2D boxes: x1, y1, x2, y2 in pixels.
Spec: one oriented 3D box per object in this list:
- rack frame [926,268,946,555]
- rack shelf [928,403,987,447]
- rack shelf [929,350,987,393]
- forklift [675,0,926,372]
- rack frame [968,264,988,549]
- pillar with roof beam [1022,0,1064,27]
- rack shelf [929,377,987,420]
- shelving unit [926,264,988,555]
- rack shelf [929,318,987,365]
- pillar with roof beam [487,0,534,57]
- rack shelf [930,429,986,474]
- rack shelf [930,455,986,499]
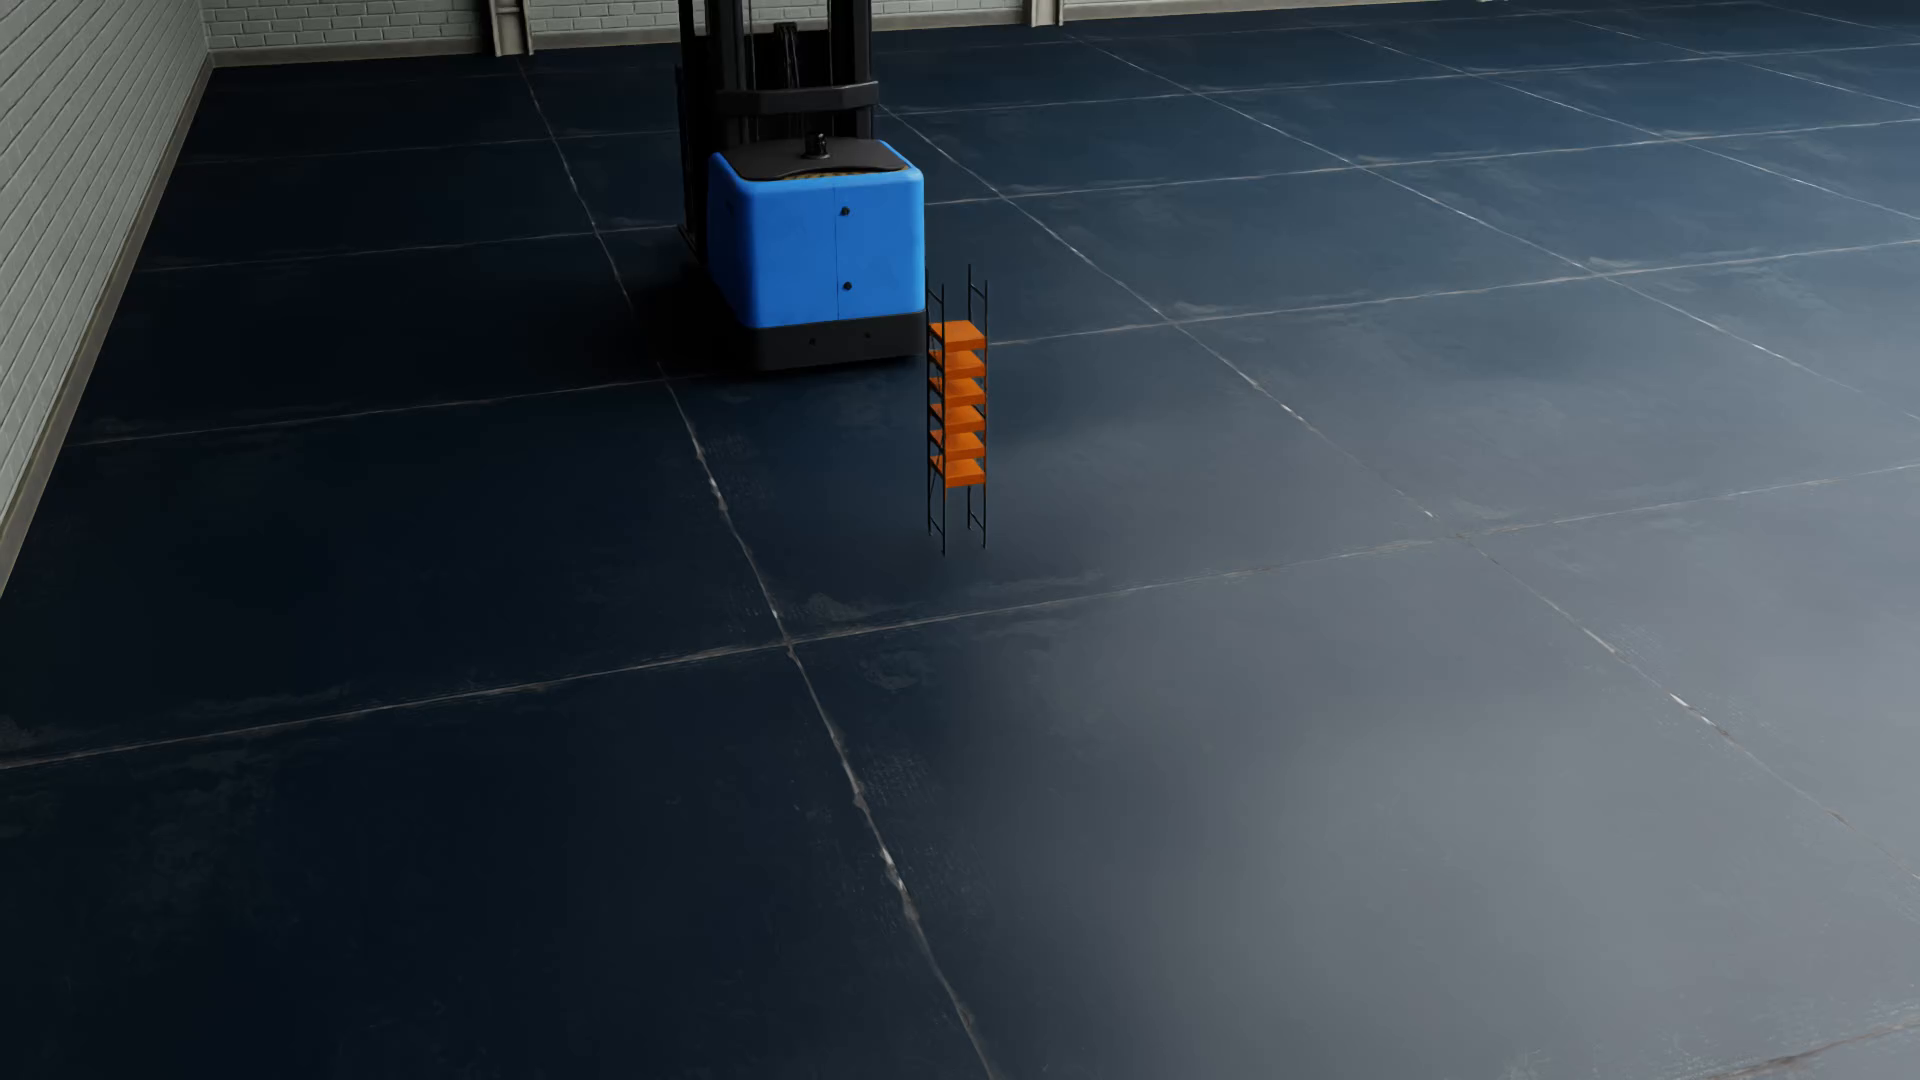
[{"bbox_3d":[-0.101,-0.523,6.954,0.006,1.200,0.240,-8,28,-16],"label":"rack frame"},{"bbox_3d":[-0.014,-0.496,6.999,0.180,0.103,0.258,-8,28,-16],"label":"rack shelf"},{"bbox_3d":[-0.014,-0.711,6.892,0.180,0.103,0.258,-8,28,-16],"label":"rack shelf"},{"bbox_3d":[-1.112,-2.850,9.694,1.130,2.935,3.031,-8,28,-16],"label":"forklift"},{"bbox_3d":[0.073,-0.548,7.005,0.006,1.200,0.240,-8,28,-16],"label":"rack frame"},{"bbox_3d":[2.294,-8.210,13.667,0.400,9.000,9.100,-8,28,-16],"label":"pillar with roof beam"},{"bbox_3d":[-0.014,-0.603,6.946,0.180,0.103,0.258,-8,28,-16],"label":"rack shelf"},{"bbox_3d":[-0.014,-0.535,6.979,0.189,1.200,0.258,-8,28,-16],"label":"shelving unit"},{"bbox_3d":[-0.014,-0.818,6.839,0.180,0.103,0.258,-8,28,-16],"label":"rack shelf"},{"bbox_3d":[-3.411,-7.384,12.003,0.400,9.000,9.100,-8,28,-16],"label":"pillar with roof beam"},{"bbox_3d":[-0.014,-0.388,7.052,0.180,0.103,0.258,-8,28,-16],"label":"rack shelf"},{"bbox_3d":[-0.014,-0.281,7.106,0.180,0.103,0.258,-8,28,-16],"label":"rack shelf"}]
